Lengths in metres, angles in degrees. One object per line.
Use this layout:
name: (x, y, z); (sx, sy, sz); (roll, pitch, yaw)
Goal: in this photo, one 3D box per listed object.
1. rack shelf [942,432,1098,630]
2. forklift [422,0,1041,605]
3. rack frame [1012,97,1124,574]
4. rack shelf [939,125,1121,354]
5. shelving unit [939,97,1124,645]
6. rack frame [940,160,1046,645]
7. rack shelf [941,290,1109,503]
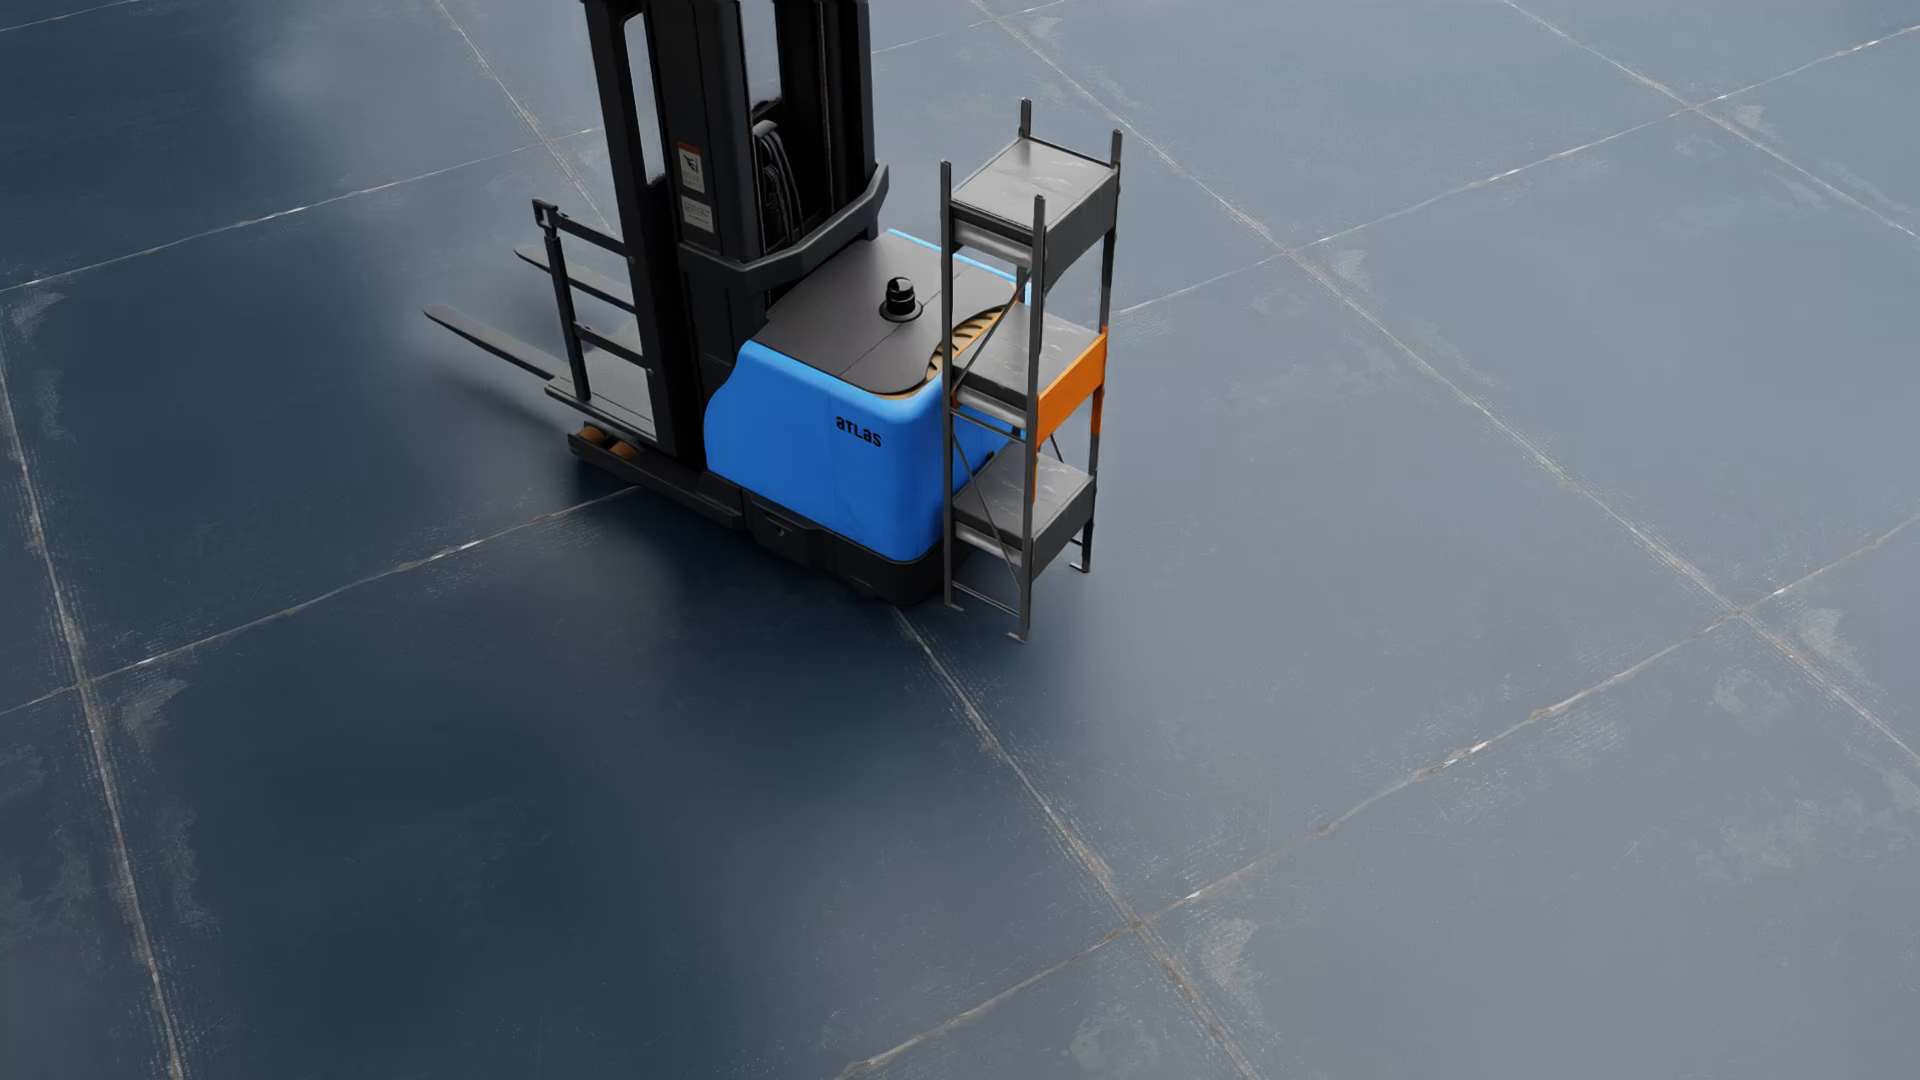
rack shelf: (0.242, -0.039, 6.737); (0.431, 0.518, 0.480); (25, 50, 24)
forklift: (-1.154, -1.601, 6.724); (3.031, 2.935, 1.130); (25, 50, 24)
rack frame: (0.380, -0.692, 6.384); (0.400, 2.100, 0.015); (25, 50, 24)
rack shelf: (0.242, -1.044, 5.762); (0.431, 0.518, 0.480); (25, 50, 24)
shelving unit: (0.242, -0.551, 6.240); (0.431, 2.100, 0.503); (25, 50, 24)
rack frame: (0.105, -0.411, 6.095); (0.400, 2.100, 0.015); (25, 50, 24)
rack shelf: (0.242, -0.542, 6.249); (0.431, 0.518, 0.480); (25, 50, 24)
